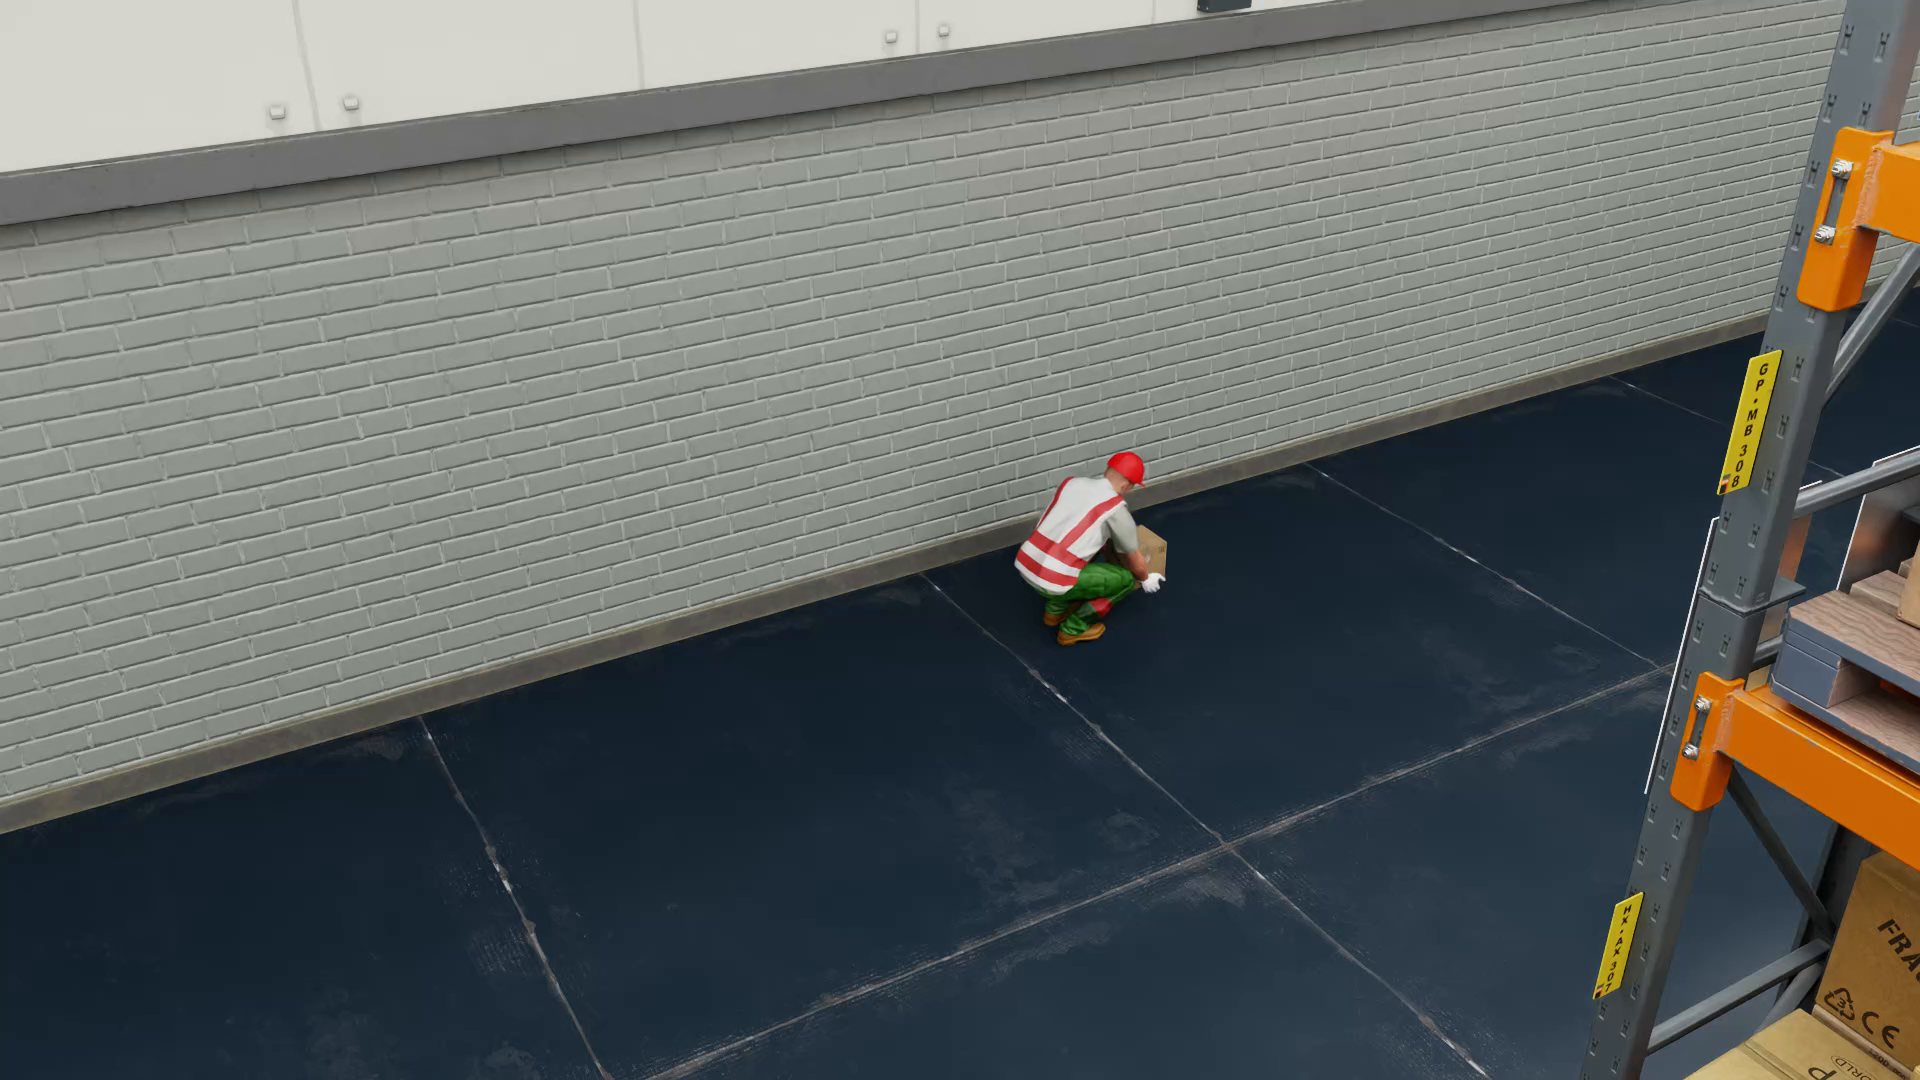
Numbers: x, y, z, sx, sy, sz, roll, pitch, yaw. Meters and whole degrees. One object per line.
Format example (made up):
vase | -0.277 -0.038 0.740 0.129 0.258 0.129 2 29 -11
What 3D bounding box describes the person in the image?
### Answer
person | 0.716 0.031 9.323 0.871 0.992 0.570 -16 32 -26
